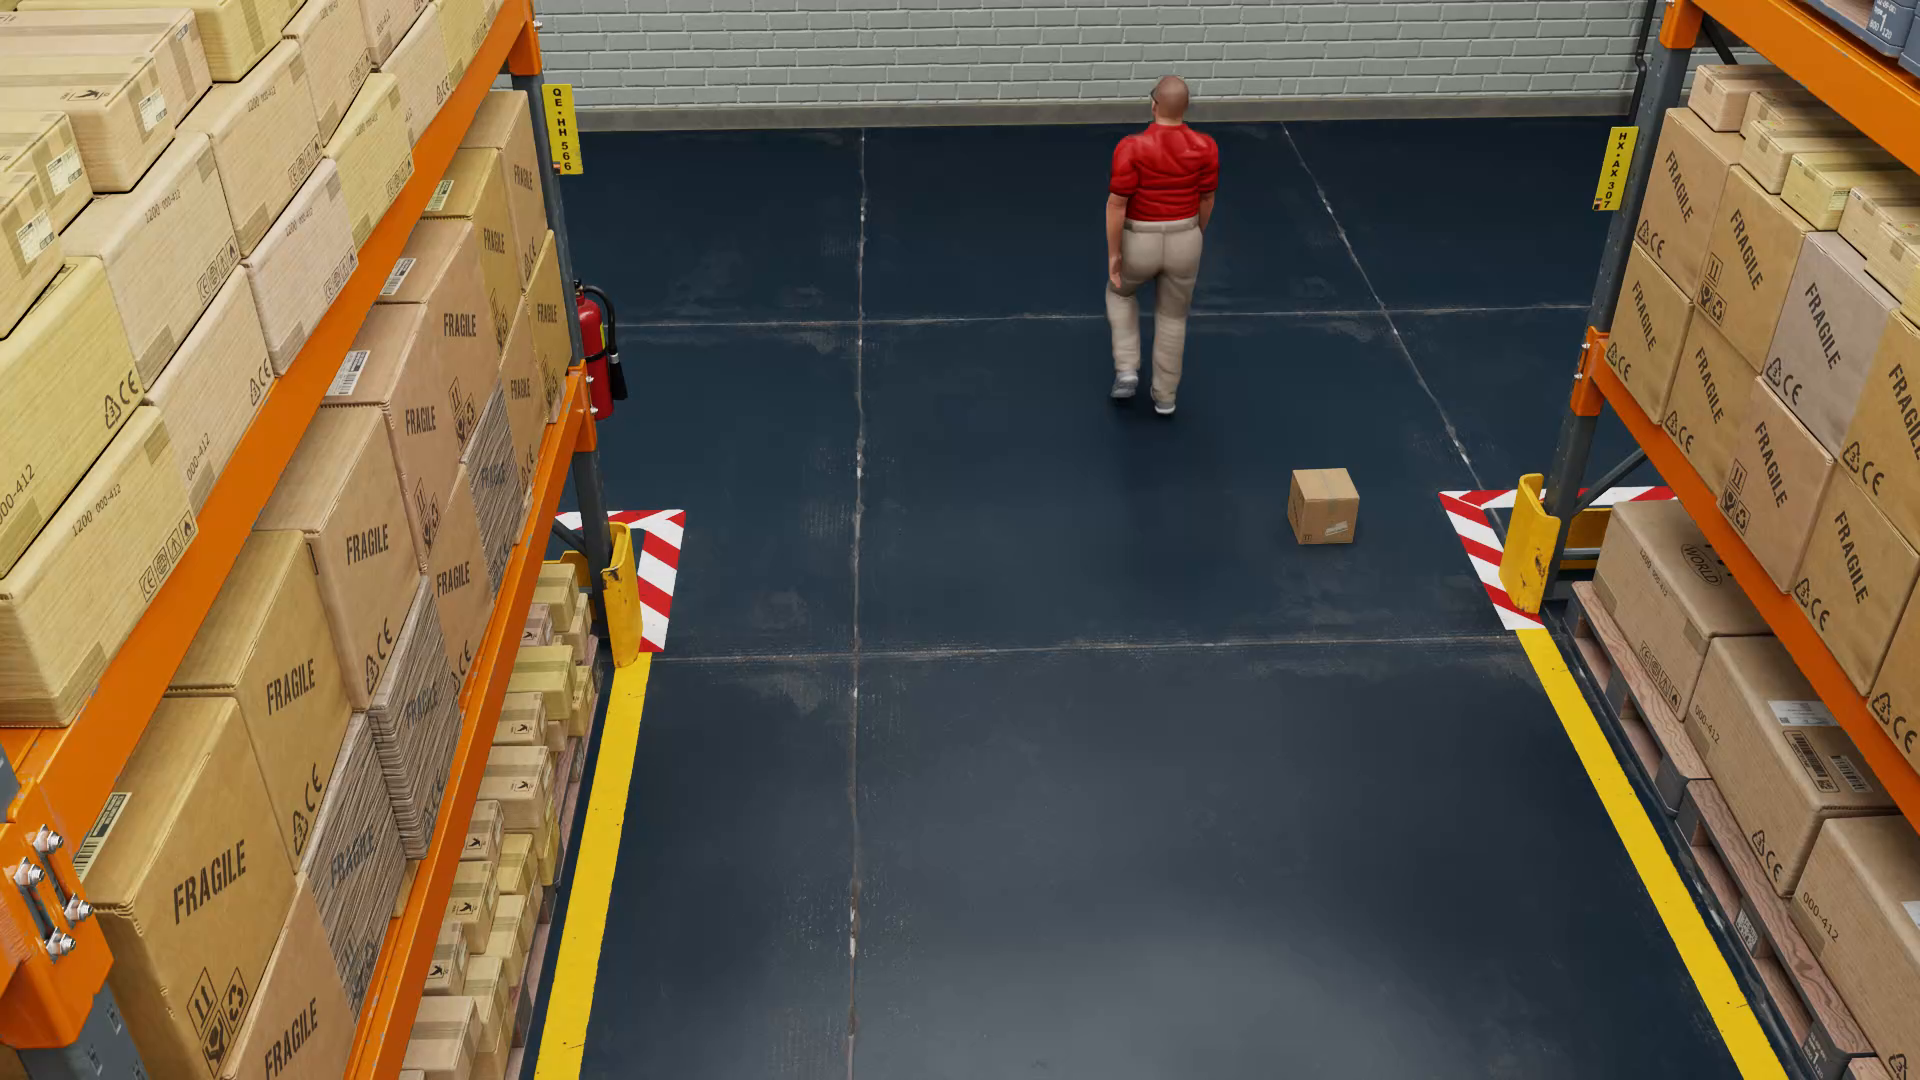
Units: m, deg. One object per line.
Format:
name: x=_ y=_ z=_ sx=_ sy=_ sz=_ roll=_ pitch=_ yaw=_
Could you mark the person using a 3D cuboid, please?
person: x=0.970 y=-1.436 z=8.225 sx=0.544 sy=1.783 sz=0.486 roll=-1 pitch=35 yaw=-1
